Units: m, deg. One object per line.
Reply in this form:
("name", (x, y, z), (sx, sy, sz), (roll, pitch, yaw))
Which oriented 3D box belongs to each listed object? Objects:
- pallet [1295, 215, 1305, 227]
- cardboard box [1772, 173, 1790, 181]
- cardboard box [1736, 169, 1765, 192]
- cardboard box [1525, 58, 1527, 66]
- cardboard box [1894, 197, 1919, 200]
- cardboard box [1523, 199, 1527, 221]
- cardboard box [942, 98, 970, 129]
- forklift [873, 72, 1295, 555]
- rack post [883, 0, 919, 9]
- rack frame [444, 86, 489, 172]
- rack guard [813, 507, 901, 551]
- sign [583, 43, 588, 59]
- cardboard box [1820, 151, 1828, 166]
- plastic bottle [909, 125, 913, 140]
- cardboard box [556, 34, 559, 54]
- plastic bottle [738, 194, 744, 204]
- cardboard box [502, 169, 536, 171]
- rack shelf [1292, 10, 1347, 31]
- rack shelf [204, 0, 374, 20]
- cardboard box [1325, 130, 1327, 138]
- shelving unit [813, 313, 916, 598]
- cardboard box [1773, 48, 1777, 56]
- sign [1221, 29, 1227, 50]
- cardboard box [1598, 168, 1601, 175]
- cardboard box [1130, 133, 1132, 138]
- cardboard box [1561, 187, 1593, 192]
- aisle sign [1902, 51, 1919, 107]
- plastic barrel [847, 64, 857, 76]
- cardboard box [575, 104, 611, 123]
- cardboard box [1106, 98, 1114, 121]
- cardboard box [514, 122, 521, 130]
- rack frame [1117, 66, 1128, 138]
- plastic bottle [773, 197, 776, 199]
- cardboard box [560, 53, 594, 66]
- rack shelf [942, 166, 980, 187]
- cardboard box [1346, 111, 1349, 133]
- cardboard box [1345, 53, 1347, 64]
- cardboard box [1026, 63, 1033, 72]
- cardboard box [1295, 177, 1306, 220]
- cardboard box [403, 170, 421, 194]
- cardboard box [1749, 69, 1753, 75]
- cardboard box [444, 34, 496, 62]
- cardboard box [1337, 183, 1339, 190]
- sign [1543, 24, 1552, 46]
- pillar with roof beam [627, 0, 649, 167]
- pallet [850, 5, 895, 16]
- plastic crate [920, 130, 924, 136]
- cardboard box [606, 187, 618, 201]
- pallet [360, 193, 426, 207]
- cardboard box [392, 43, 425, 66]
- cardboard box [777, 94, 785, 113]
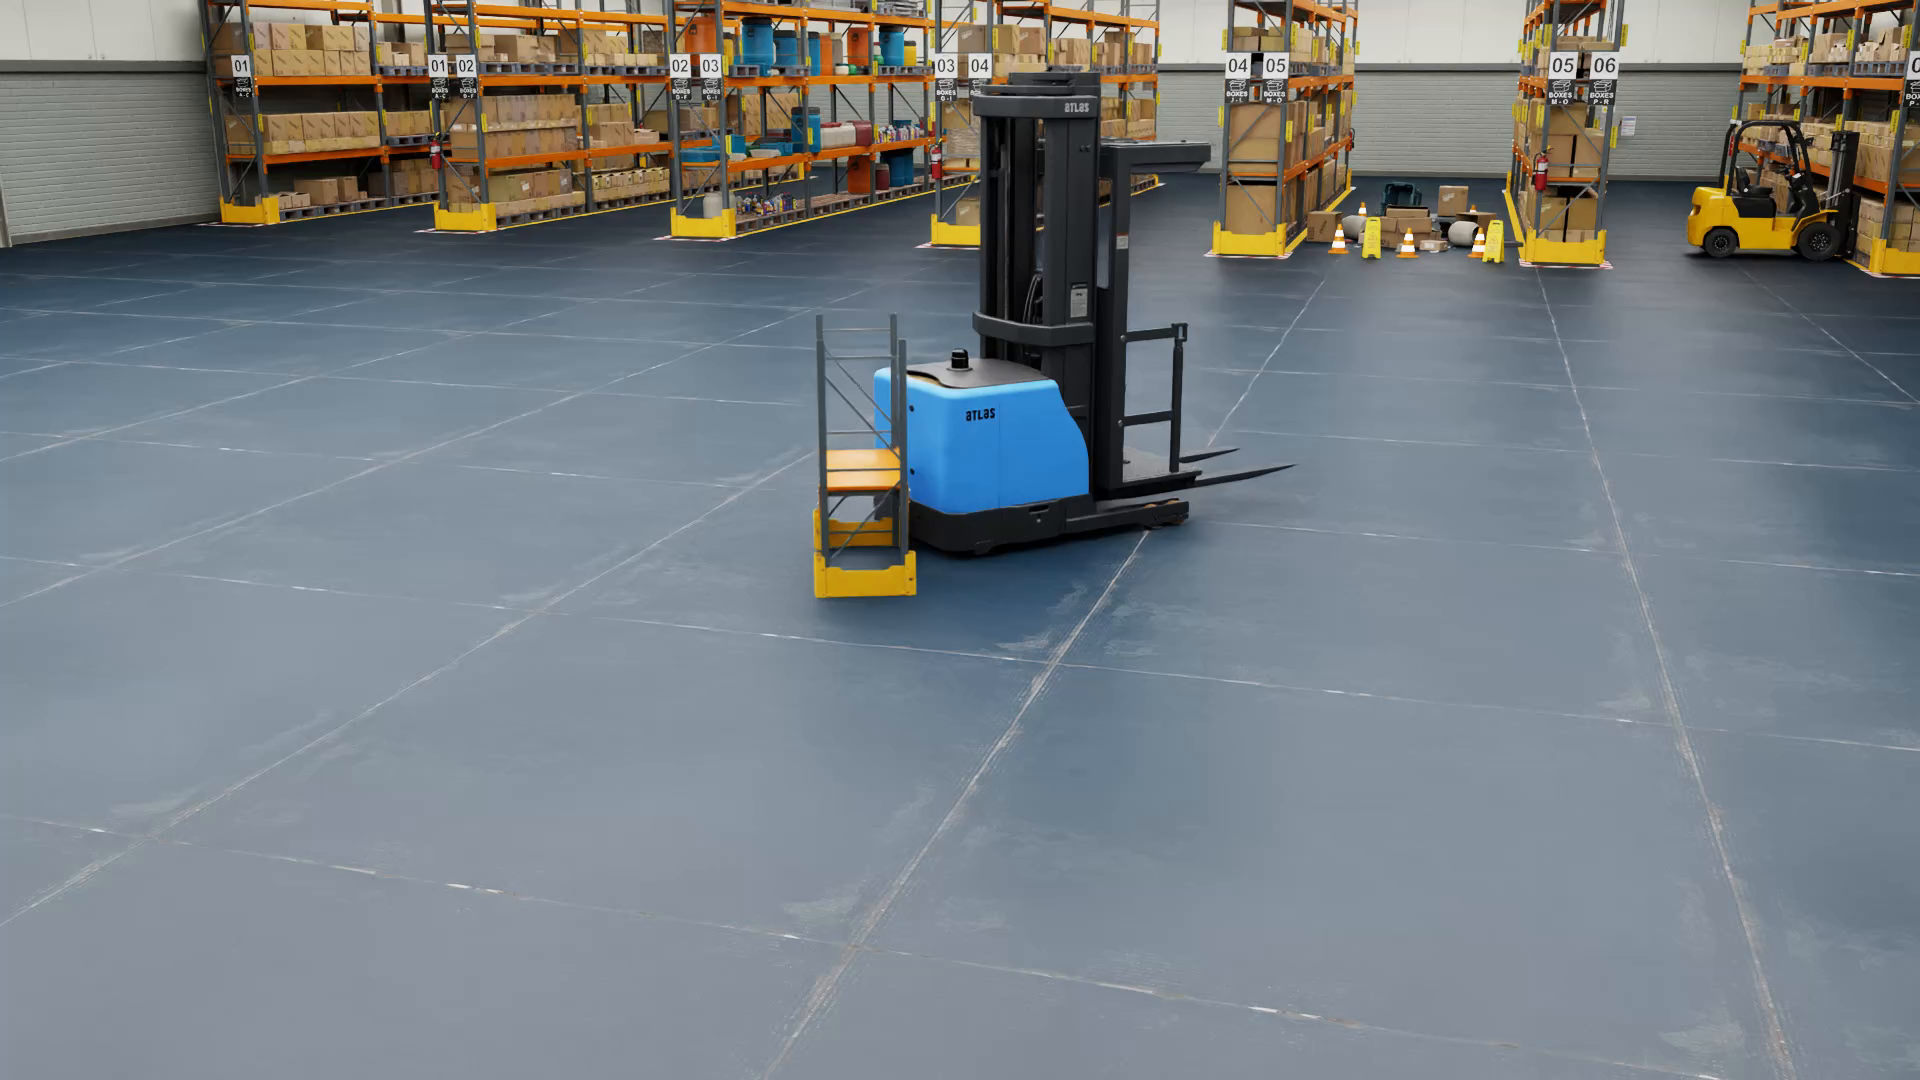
("pallet", (6.080, -6.119, 32.016), (1.003, 0.211, 1.213), (5, 16, 16))
("cardboard box", (17.146, -7.561, 34.612), (0.380, 0.149, 0.250), (5, 16, 16))
("cardboard box", (18.333, -8.277, 38.326), (0.700, 0.500, 0.500), (5, 17, 18))
("cardboard box", (12.286, -10.217, 35.516), (0.380, 0.166, 0.250), (3, 16, 12))
("cardboard box", (15.092, -5.331, 26.564), (0.500, 0.250, 0.500), (4, 16, 15))
("cardboard box", (11.055, -6.159, 31.093), (0.950, 0.372, 0.625), (6, 17, 19))
("cardboard box", (-0.011, -7.453, 29.047), (0.500, 0.500, 0.500), (5, 16, 16))
("forklift", (0.946, -1.596, 11.085), (3.031, 2.935, 1.130), (-10, 18, -31))
("rack post", (-1.538, -12.773, 39.509), (0.937, 0.300, 0.954), (4, 16, 15))
("rack frame", (-11.904, -9.863, 40.105), (1.000, 3.000, 0.127), (5, 16, 16))
("rack guard", (-0.639, -0.071, 10.621), (0.587, 0.250, 0.087), (-1, 16, -5))
("sign", (-7.758, -10.120, 34.423), (0.100, 0.325, 0.005), (5, 16, 16))
("cardboard box", (15.498, -6.723, 29.312), (0.500, 0.250, 0.500), (5, 16, 16))
("plastic bottle", (-1.216, -9.851, 40.155), (0.144, 0.351, 0.185), (5, 16, 16))
("cardboard box", (-10.296, -13.056, 43.813), (0.500, 0.500, 0.500), (4, 16, 15))
("plastic bottle", (-4.344, -6.646, 32.811), (0.144, 0.351, 0.185), (4, 16, 15))
("cardboard box", (-9.007, -7.314, 34.015), (0.500, 0.500, 0.500), (5, 16, 16))
("rack shelf", (7.638, -11.170, 35.772), (1.077, 0.370, 4.000), (5, 16, 16))
("rack shelf", (-13.609, -10.832, 33.851), (1.077, 0.370, 4.000), (5, 16, 16))
("cardboard box", (7.765, -8.829, 36.151), (0.380, 0.149, 0.250), (5, 17, 17))
("shelving unit", (-0.595, -0.537, 9.973), (0.587, 1.500, 1.083), (-1, 16, -5))
("cardboard box", (17.116, -10.137, 34.539), (0.380, 0.149, 0.250), (4, 16, 15))
("sign", (4.280, -8.083, 26.856), (0.100, 0.325, 0.005), (5, 16, 16))
("cardboard box", (10.077, -5.931, 26.704), (0.380, 0.149, 0.250), (4, 16, 14))
("cardboard box", (3.957, -9.756, 40.190), (0.380, 0.149, 0.250), (4, 16, 14))
("cardboard box", (10.654, -5.827, 28.770), (0.500, 0.500, 0.500), (5, 17, 17))
("aisle sign", (14.031, -6.721, 24.265), (0.394, 0.787, 0.004), (5, 16, 16))
("plastic barrel", (-2.427, -10.394, 36.766), (0.294, 0.245, 0.294), (0, 16, 0))
("cardboard box", (-10.188, -11.576, 45.595), (0.980, 0.700, 0.700), (4, 16, 13))
("cardboard box", (3.100, -9.941, 38.360), (0.797, 0.503, 0.637), (5, 17, 16))
("cardboard box", (-8.817, -8.103, 32.528), (0.380, 0.149, 0.250), (4, 16, 14))
("rack frame", (3.480, -9.757, 39.732), (1.000, 3.000, 0.127), (5, 16, 16))
("plastic bottle", (-3.653, -6.713, 33.186), (0.152, 0.276, 0.135), (5, 16, 16))
("cardboard box", (-8.106, -10.167, 35.184), (0.500, 0.250, 0.500), (6, 17, 22))
("rack shelf", (0.638, -6.795, 30.606), (1.077, 0.370, 4.000), (5, 16, 16))
("cardboard box", (9.176, -10.178, 40.489), (0.500, 0.500, 0.500), (5, 16, 16))
("cardboard box", (8.720, -11.195, 38.662), (0.500, 0.250, 0.500), (5, 16, 16))
("cardboard box", (1.029, -8.626, 30.521), (0.500, 0.250, 0.500), (5, 16, 15))
("cardboard box", (6.023, -6.542, 31.750), (1.050, 0.750, 0.750), (5, 16, 16))
("cardboard box", (-12.749, -8.158, 37.870), (0.700, 0.500, 0.500), (4, 16, 15))
("cardboard box", (18.189, -10.645, 37.827), (0.380, 0.149, 0.250), (5, 16, 16))
("cardboard box", (-9.260, -9.299, 31.404), (0.797, 0.503, 0.637), (6, 17, 20))
("cardboard box", (8.694, -8.316, 39.108), (0.380, 0.149, 0.250), (5, 17, 18))
("sign", (9.045, -7.766, 25.594), (0.100, 0.325, 0.005), (5, 16, 16))
("pillar with roof beam", (-5.565, -15.282, 48.215), (9.100, 9.000, 0.400), (5, 16, 16))
("pallet", (-2.171, -11.884, 37.315), (1.213, 0.211, 1.003), (5, 16, 16))
("plastic crate", (-1.000, -10.154, 41.504), (0.396, 0.136, 0.243), (5, 16, 16))
("cardboard box", (-7.792, -7.532, 36.158), (0.500, 0.250, 0.500), (5, 17, 17))
("pallet", (-12.821, -7.679, 37.514), (1.003, 0.211, 1.213), (5, 16, 16))
("cardboard box", (-12.458, -10.969, 37.555), (0.500, 0.500, 0.500), (4, 16, 14))
("cardboard box", (-5.029, -11.696, 44.551), (0.500, 0.500, 0.500), (5, 17, 17))
